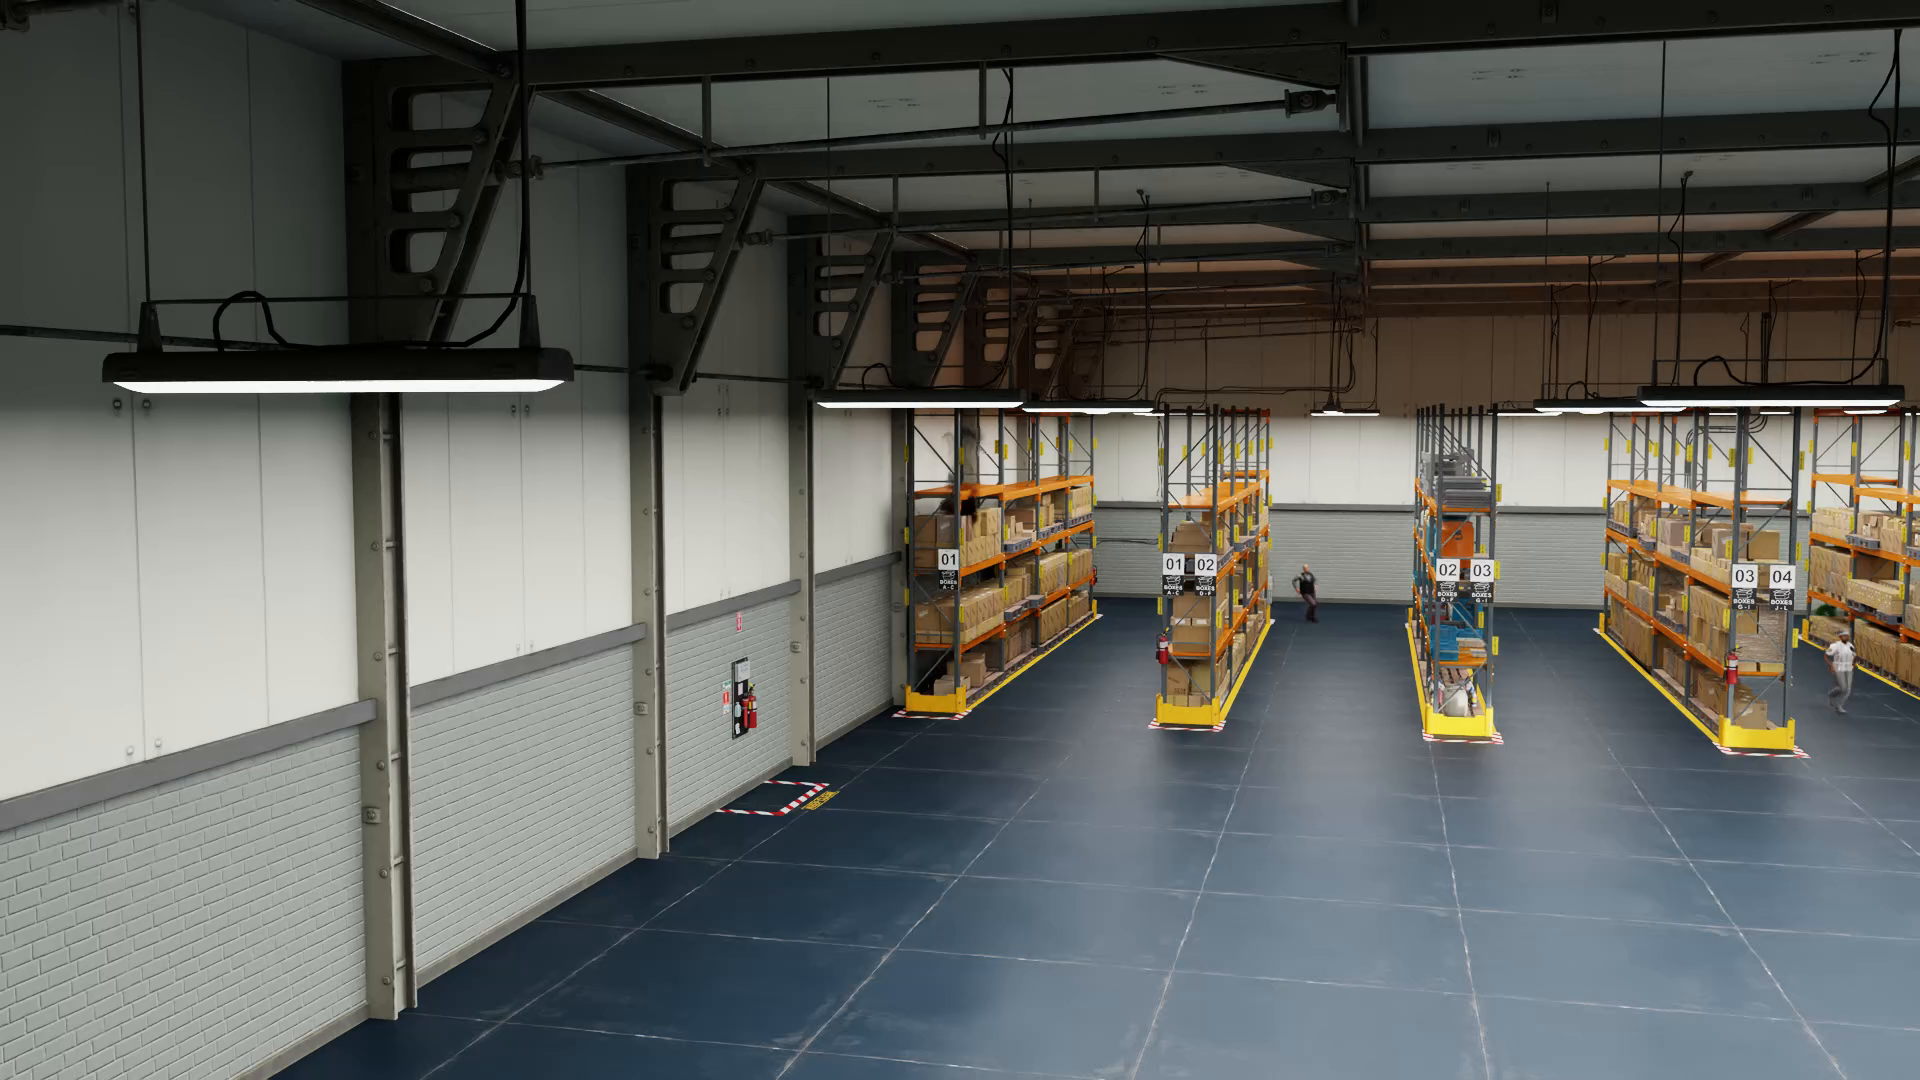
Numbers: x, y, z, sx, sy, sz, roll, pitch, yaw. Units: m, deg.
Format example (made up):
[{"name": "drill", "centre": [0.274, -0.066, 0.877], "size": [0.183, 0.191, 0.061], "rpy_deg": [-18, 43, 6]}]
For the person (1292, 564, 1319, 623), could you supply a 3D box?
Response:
[{"name": "person", "centre": [9.778, 1.551, 46.779], "size": [0.790, 1.597, 0.719], "rpy_deg": [-2, 5, -24]}]

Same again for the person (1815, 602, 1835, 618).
[{"name": "person", "centre": [23.161, 1.653, 44.289], "size": [0.680, 1.704, 0.786], "rpy_deg": [2, 5, 31]}]

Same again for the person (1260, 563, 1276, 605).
[{"name": "person", "centre": [8.777, 1.440, 47.766], "size": [0.545, 1.637, 0.619], "rpy_deg": [4, 6, 42]}]

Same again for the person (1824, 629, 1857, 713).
[{"name": "person", "centre": [17.185, 2.540, 32.341], "size": [0.569, 1.651, 0.555], "rpy_deg": [0, 4, -2]}]
